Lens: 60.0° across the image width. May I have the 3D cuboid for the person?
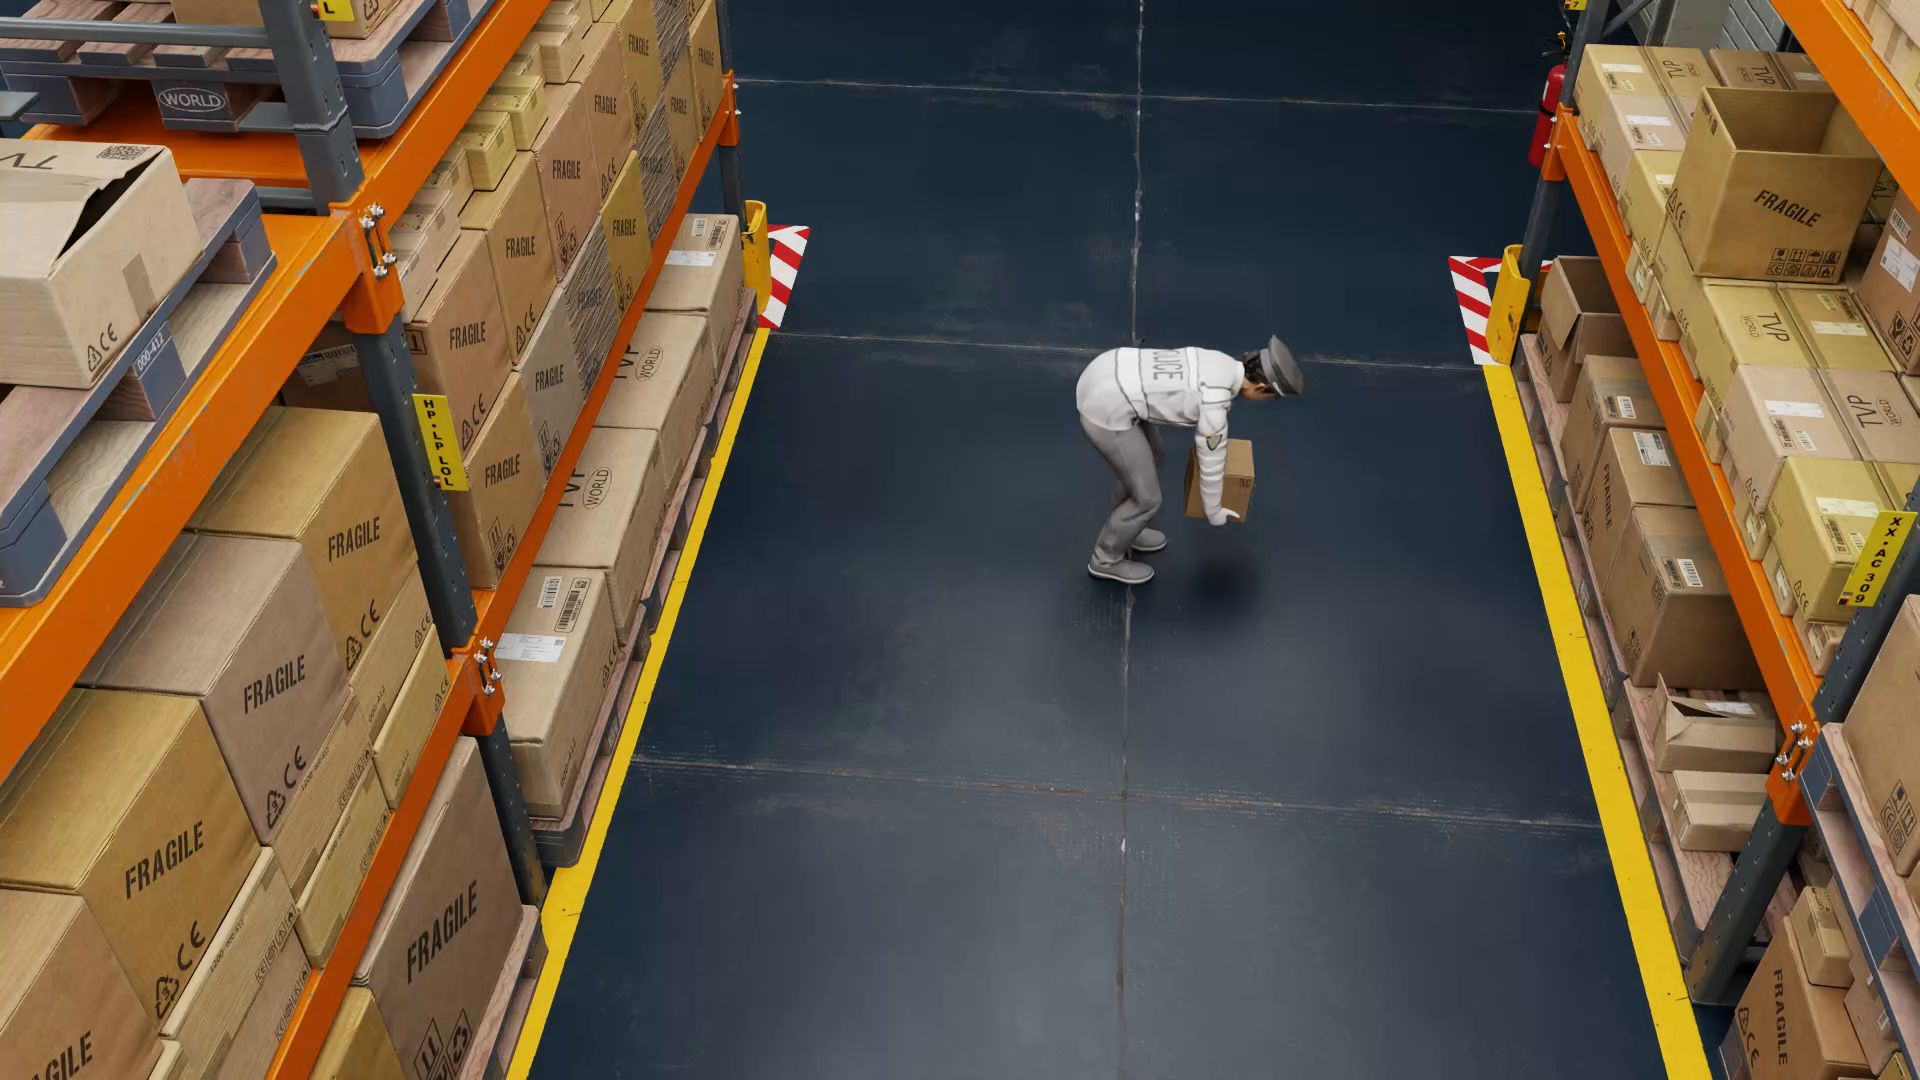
[{"bbox_3d":[0.935,-0.350,6.969,0.923,1.151,0.408,2,40,2],"label":"person"}]
